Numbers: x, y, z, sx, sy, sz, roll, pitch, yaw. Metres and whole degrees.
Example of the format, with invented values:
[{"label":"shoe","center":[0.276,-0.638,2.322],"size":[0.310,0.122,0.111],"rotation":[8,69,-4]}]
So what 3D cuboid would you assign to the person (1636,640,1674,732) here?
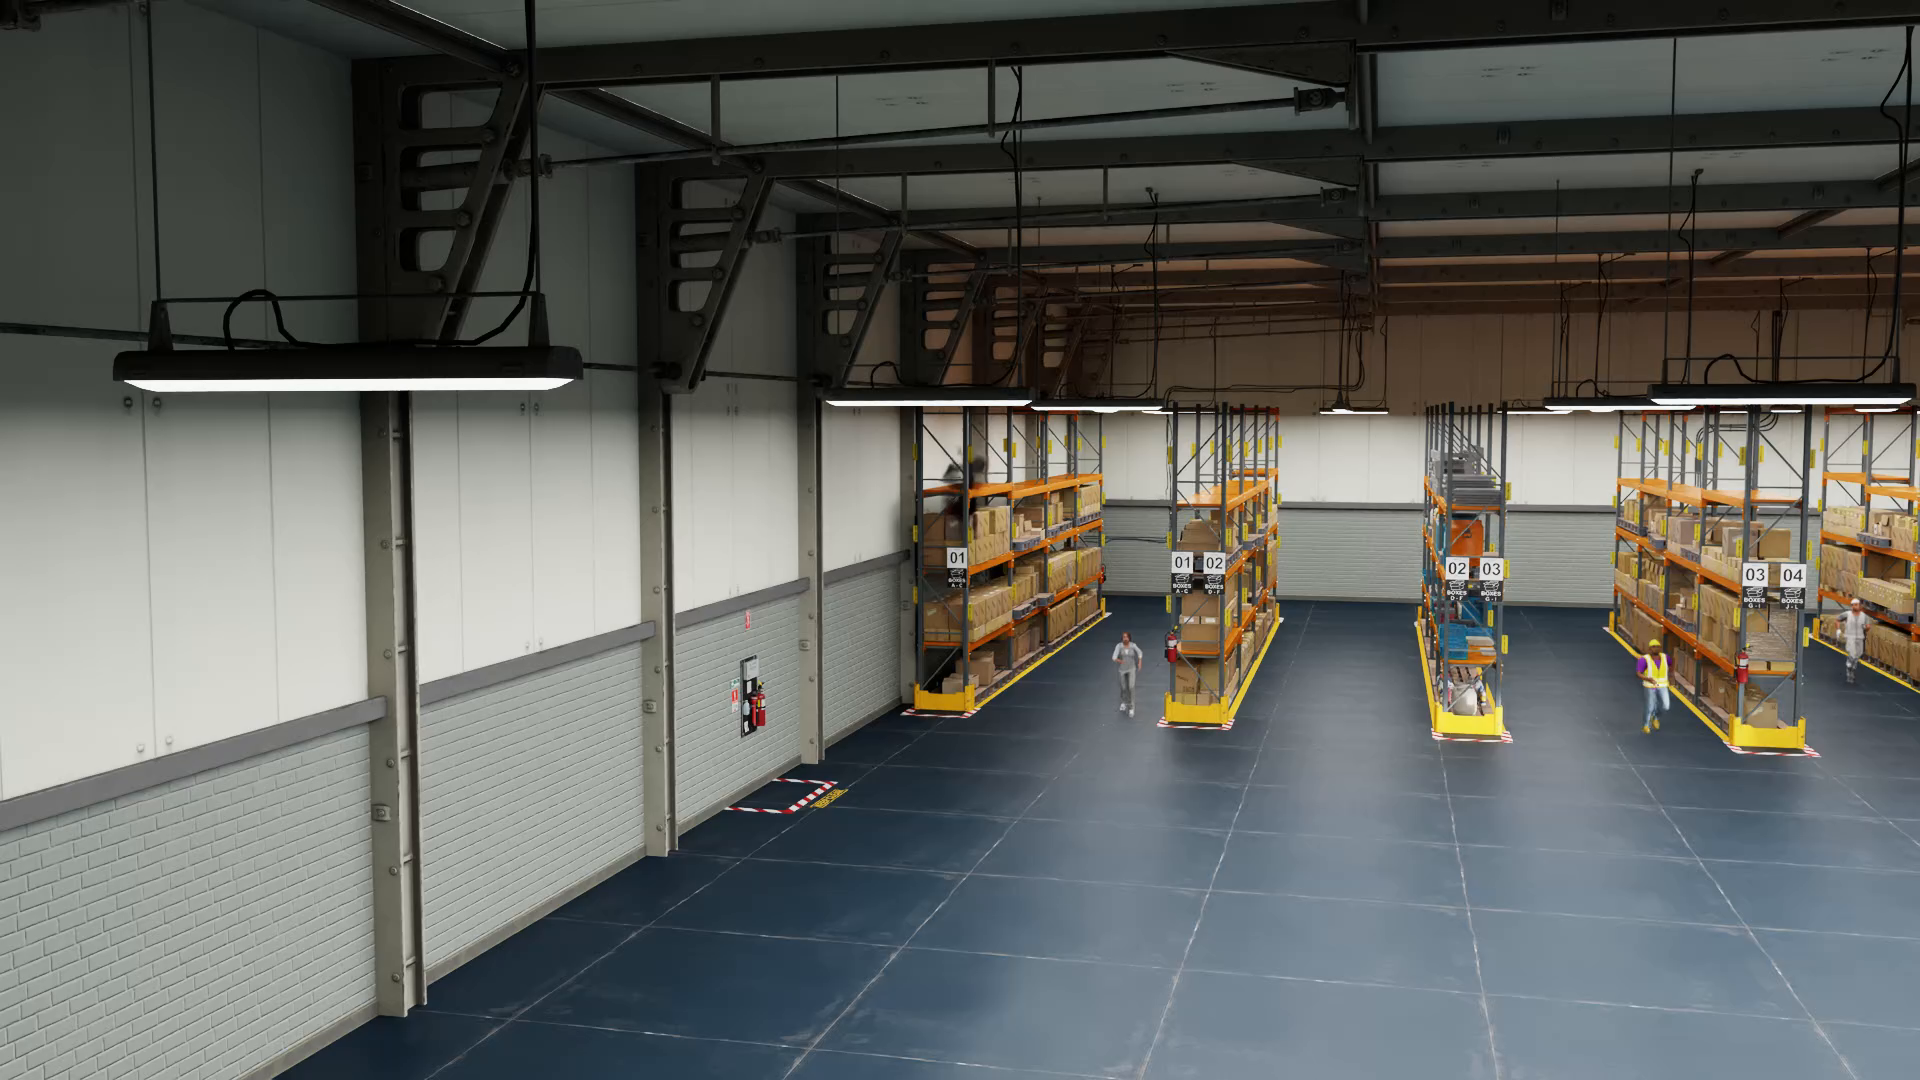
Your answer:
[{"label":"person","center":[12.540,2.642,29.932],"size":[0.726,1.714,0.743],"rotation":[0,4,5]}]

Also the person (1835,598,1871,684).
[{"label":"person","center":[19.292,2.179,35.887],"size":[0.641,1.838,0.763],"rotation":[1,4,7]}]

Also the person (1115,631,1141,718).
[{"label":"person","center":[1.864,2.430,33.802],"size":[3.650,1.654,4.030],"rotation":[0,4,7]}]
